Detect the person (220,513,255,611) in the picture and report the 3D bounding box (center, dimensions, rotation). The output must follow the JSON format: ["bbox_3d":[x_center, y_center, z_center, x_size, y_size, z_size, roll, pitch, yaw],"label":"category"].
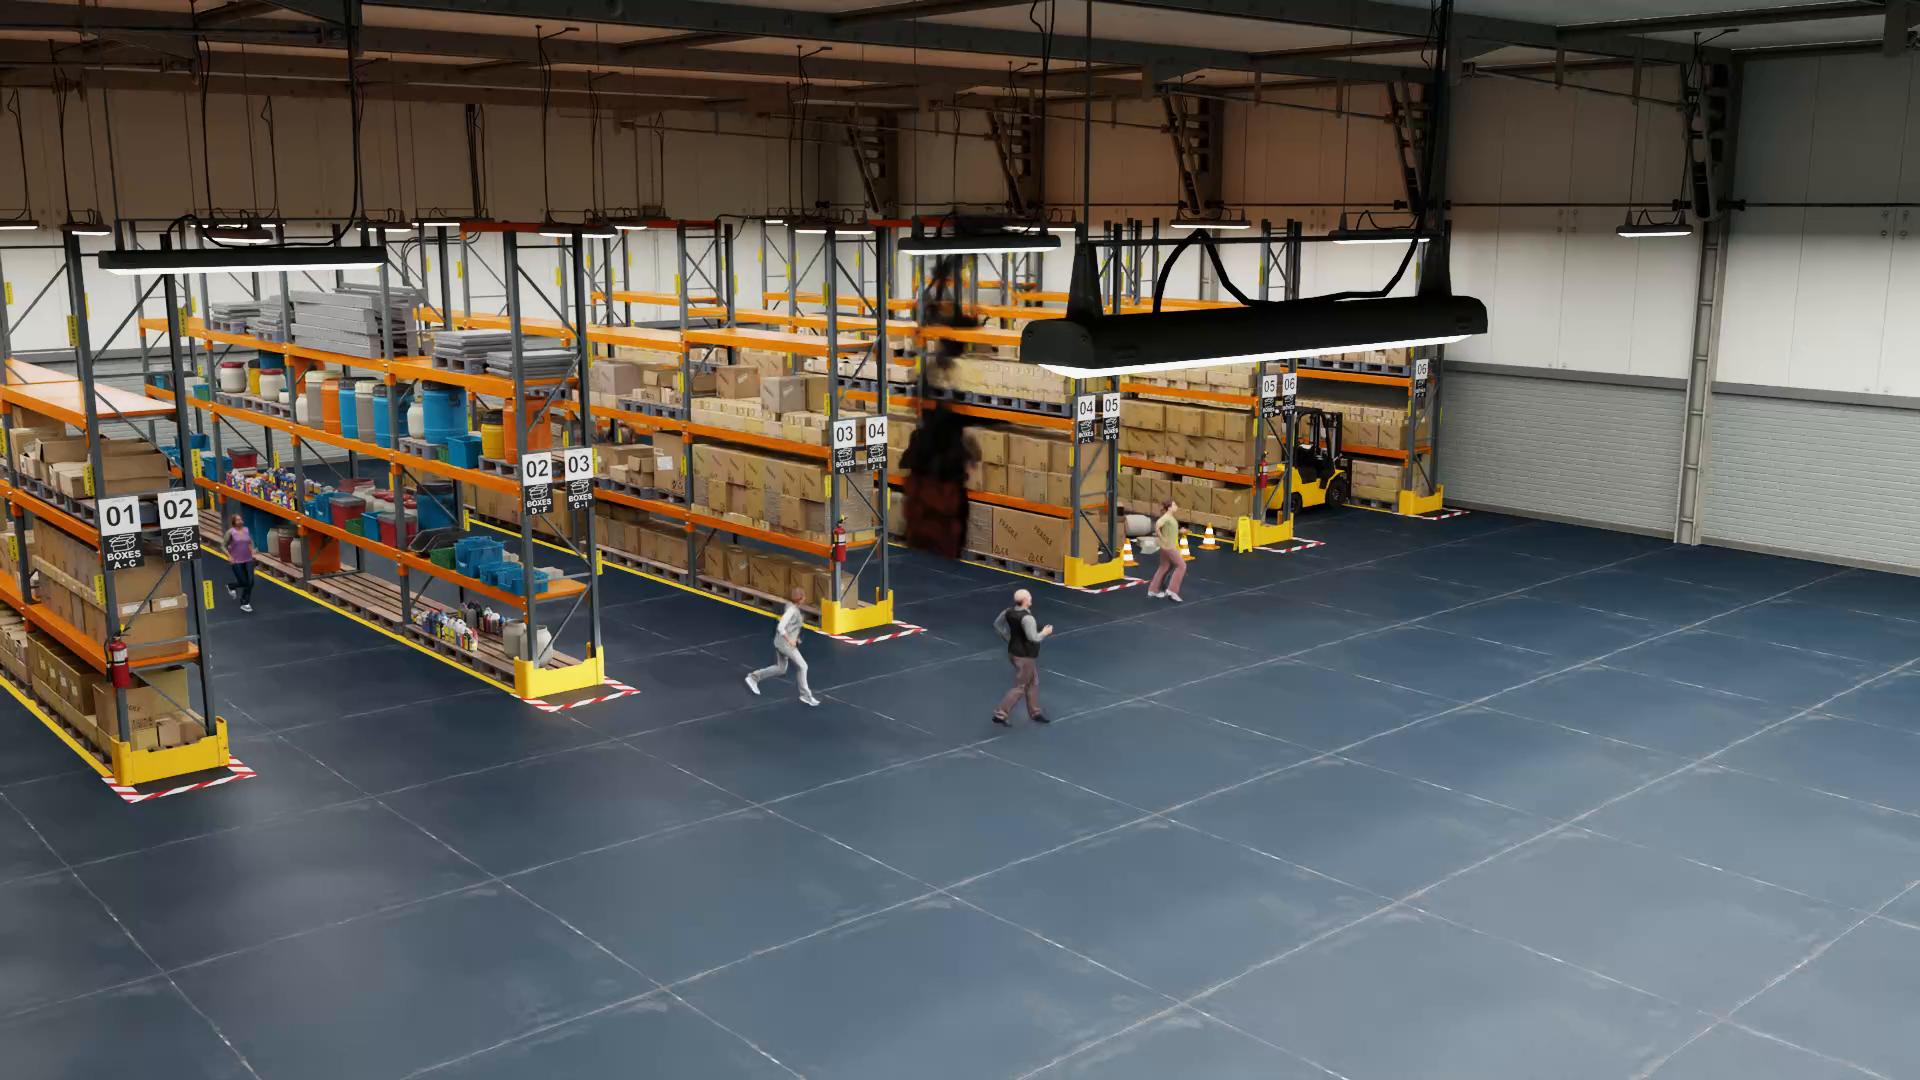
[{"bbox_3d":[-11.388,0.340,26.291,0.549,1.558,0.537,9,15,39],"label":"person"}]

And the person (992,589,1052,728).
[{"bbox_3d":[0.762,1.458,20.225,0.836,1.761,0.647,-4,12,-21],"label":"person"}]

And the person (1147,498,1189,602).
[{"bbox_3d":[3.373,0.168,26.883,0.659,1.693,0.571,1,11,5],"label":"person"}]

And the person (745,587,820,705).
[{"bbox_3d":[-2.268,1.374,21.173,0.954,1.587,0.536,-2,12,-11],"label":"person"}]

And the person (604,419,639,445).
[{"bbox_3d":[-7.357,-1.862,36.448,0.702,1.762,1.065,-10,15,-42],"label":"person"}]
